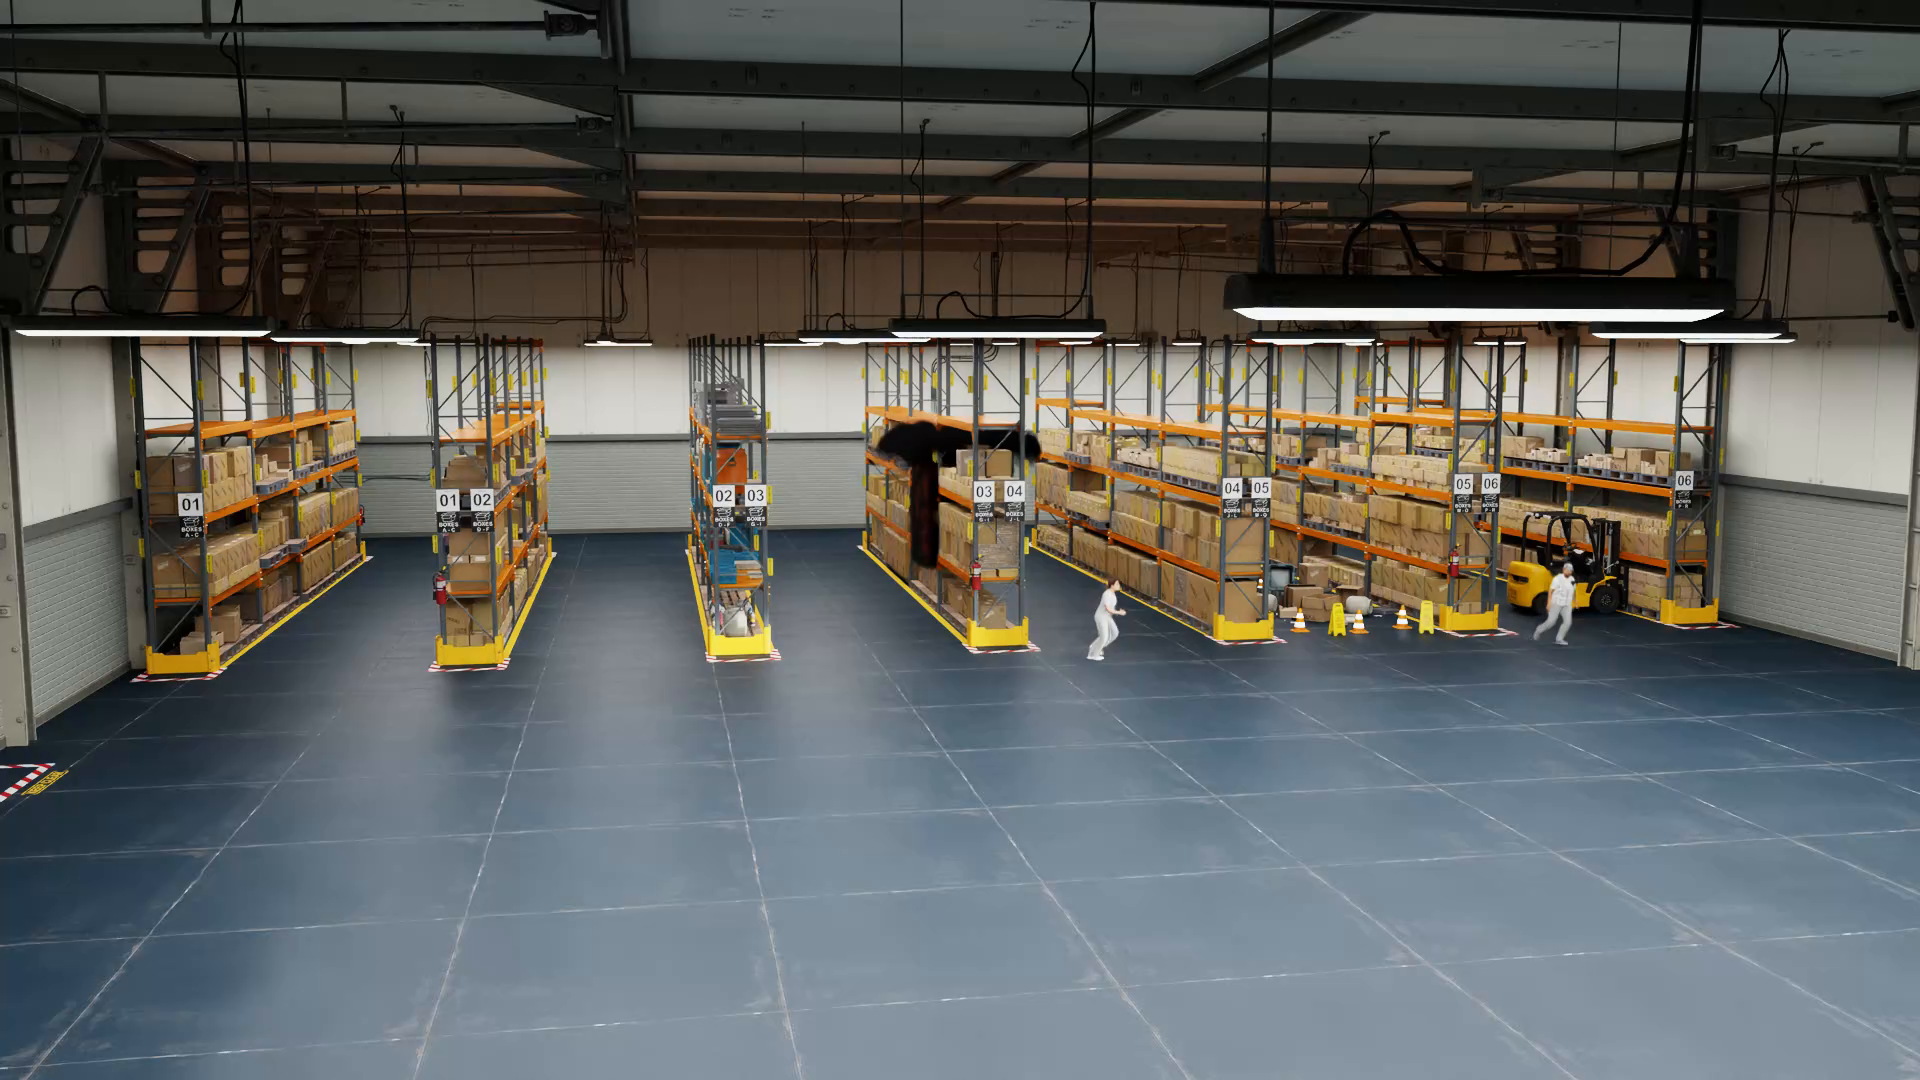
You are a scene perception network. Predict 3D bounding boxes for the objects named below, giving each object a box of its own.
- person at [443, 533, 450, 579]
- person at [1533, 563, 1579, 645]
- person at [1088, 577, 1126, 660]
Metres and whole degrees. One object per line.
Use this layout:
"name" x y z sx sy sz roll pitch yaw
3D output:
"person" -12.783 0.132 41.684 0.511 1.609 0.861 -1 7 -10
"person" 11.599 1.231 32.306 0.697 1.600 0.679 -2 7 -17
"person" 2.714 1.452 30.650 0.729 1.559 0.546 3 7 24
